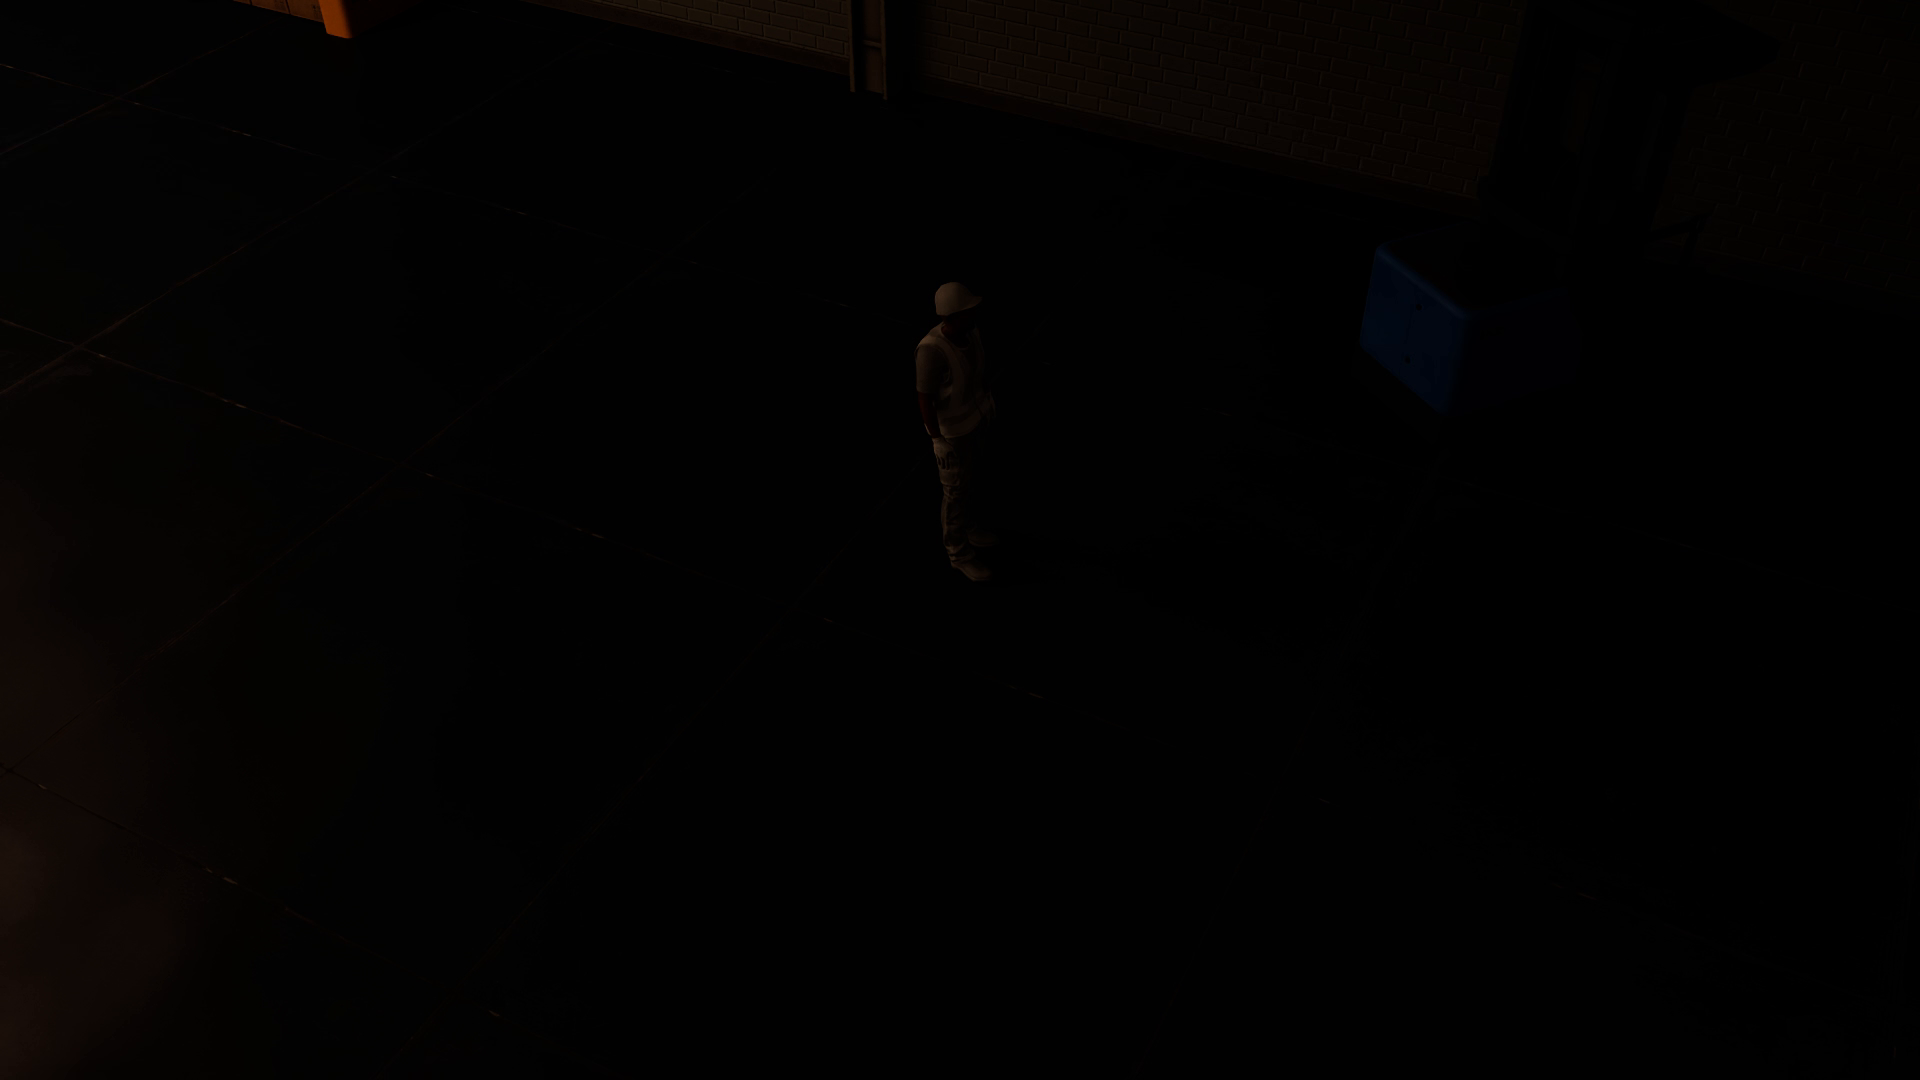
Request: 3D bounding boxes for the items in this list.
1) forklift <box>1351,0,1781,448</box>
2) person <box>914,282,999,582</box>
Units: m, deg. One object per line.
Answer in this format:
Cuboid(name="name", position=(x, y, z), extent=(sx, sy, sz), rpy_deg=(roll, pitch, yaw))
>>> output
Cuboid(name="forklift", position=(4.268, -2.365, 10.794), extent=(3.031, 2.935, 1.130), rpy_deg=(-17, 43, -19))
Cuboid(name="person", position=(0.060, -0.661, 9.651), extent=(0.575, 1.785, 0.657), rpy_deg=(18, 43, 21))
